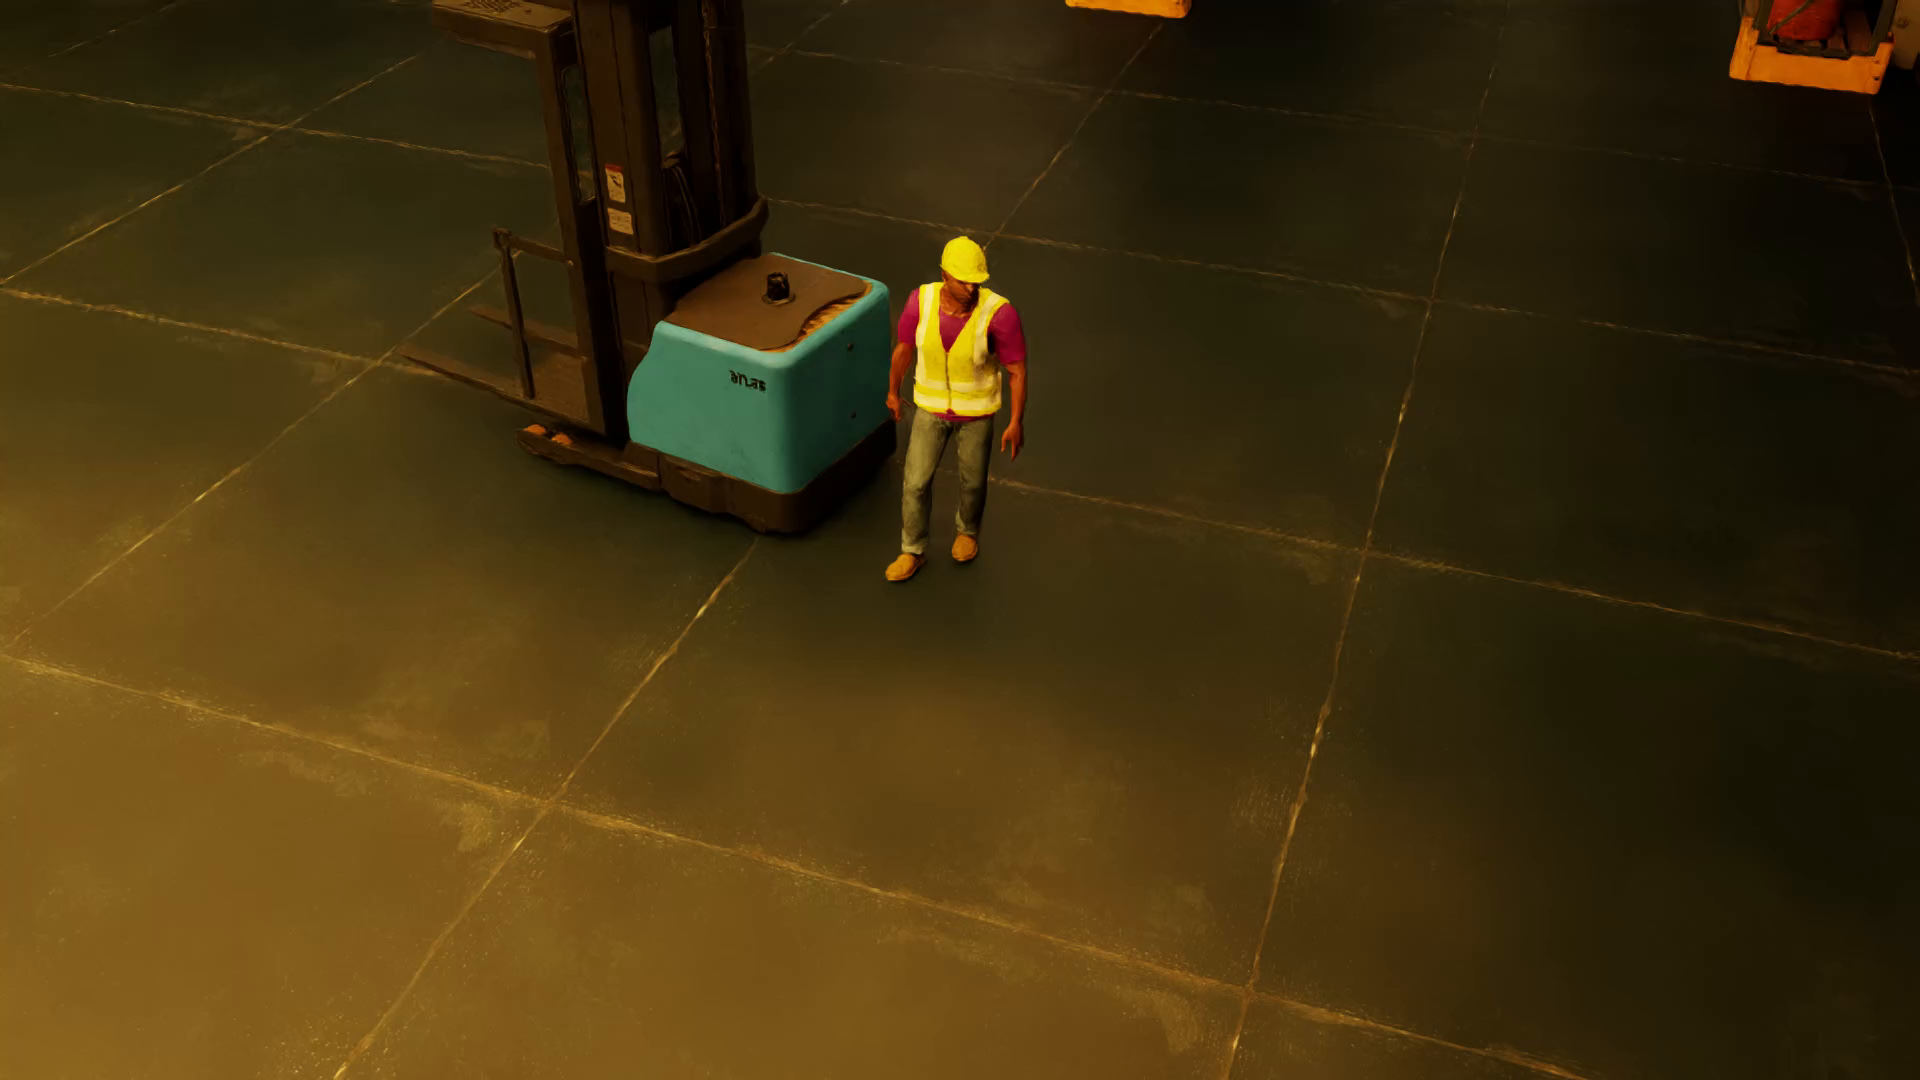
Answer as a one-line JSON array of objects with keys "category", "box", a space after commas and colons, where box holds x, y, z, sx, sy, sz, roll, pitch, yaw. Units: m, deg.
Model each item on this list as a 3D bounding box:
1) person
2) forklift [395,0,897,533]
[{"category": "person", "box": [-0.034, -0.600, 7.992, 0.723, 1.754, 0.596, 7, 36, 10]}, {"category": "forklift", "box": [-1.882, -1.860, 8.735, 3.031, 2.935, 1.130, 19, 40, 25]}]
